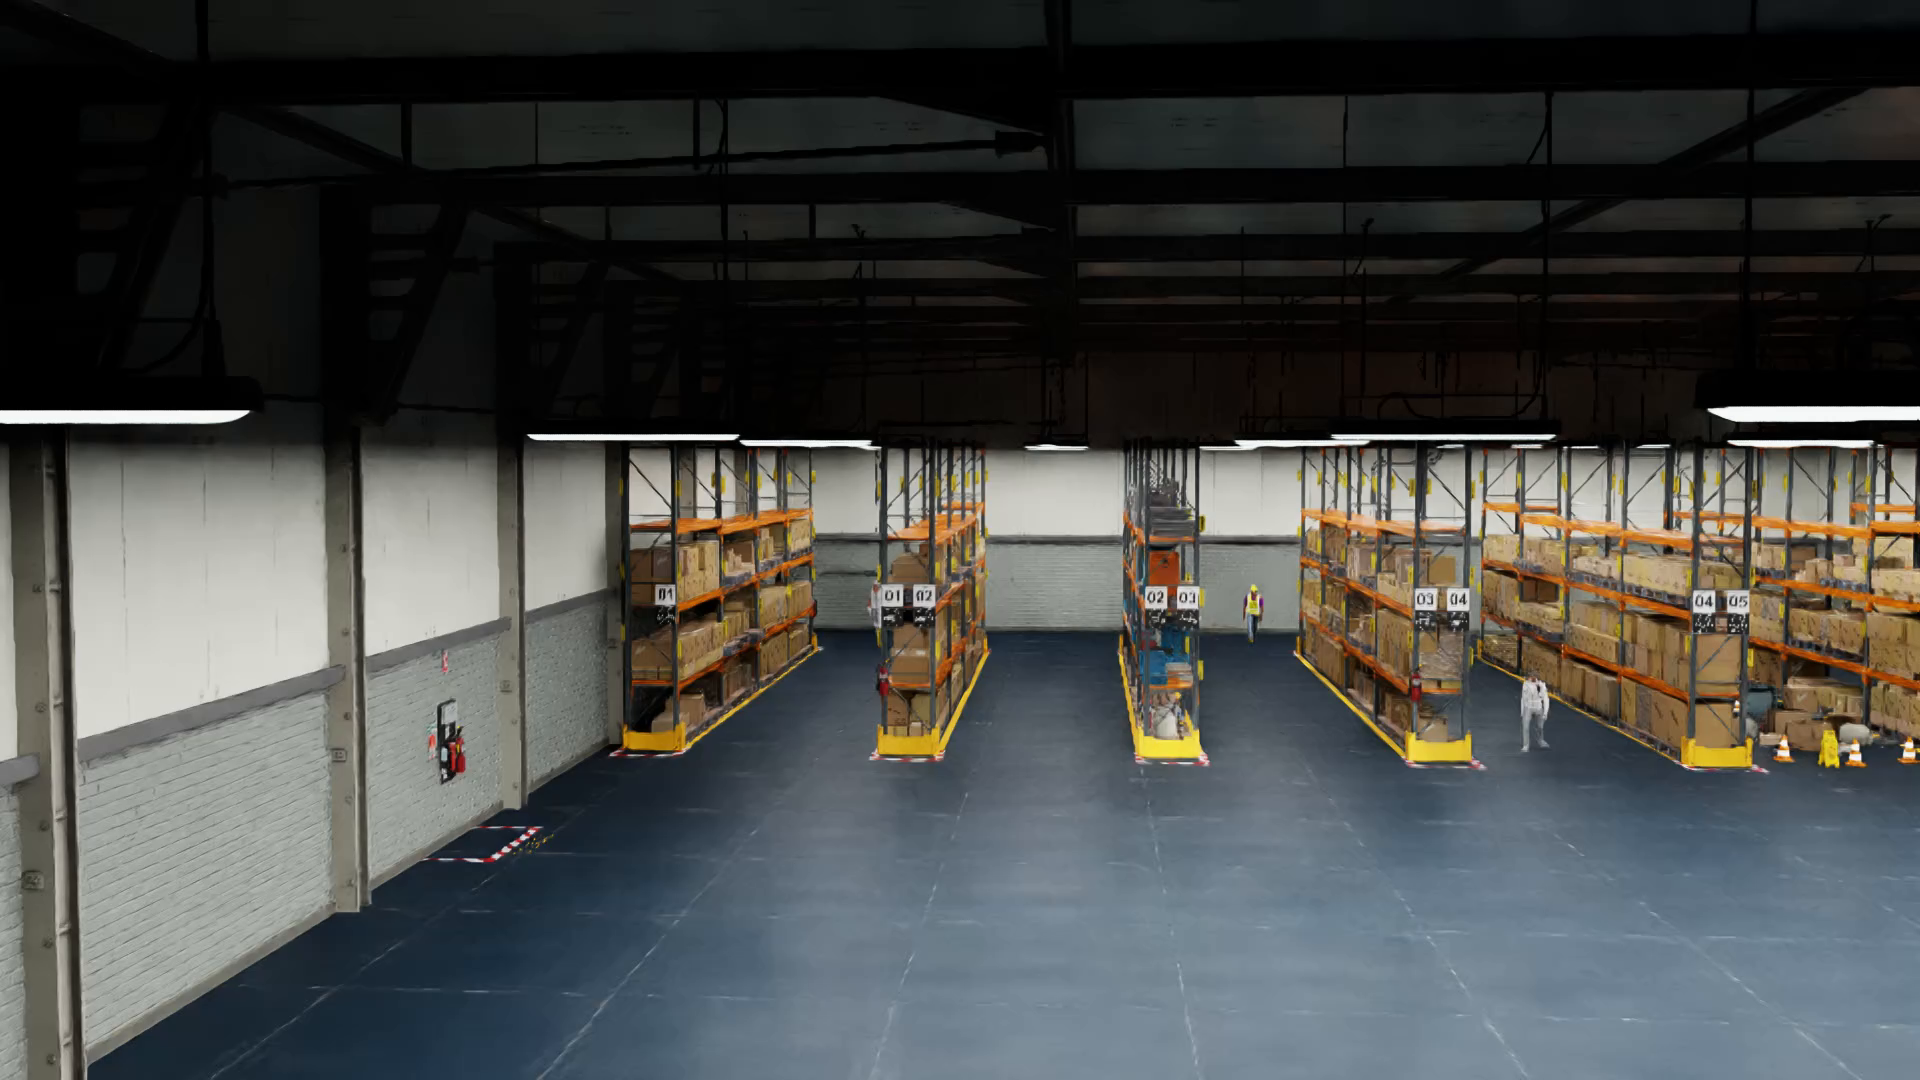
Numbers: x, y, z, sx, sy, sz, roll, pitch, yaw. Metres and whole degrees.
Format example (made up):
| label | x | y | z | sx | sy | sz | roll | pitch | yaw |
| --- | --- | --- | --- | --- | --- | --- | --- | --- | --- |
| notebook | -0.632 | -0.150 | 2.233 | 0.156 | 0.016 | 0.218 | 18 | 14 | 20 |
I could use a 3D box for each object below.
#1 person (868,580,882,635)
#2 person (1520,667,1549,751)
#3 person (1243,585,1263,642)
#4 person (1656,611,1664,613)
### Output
| label | x | y | z | sx | sy | sz | roll | pitch | yaw |
| --- | --- | --- | --- | --- | --- | --- | --- | --- | --- |
| person | -2.598 | 2.090 | 51.710 | 0.553 | 1.709 | 1.123 | 0 | 3 | 6 |
| person | 10.984 | 3.210 | 31.780 | 0.516 | 1.611 | 0.933 | 1 | 3 | 25 |
| person | 8.834 | 2.195 | 50.016 | 0.575 | 1.689 | 1.128 | 0 | 3 | 2 |
| person | 18.378 | 2.565 | 43.653 | 0.574 | 1.638 | 0.639 | 1 | 3 | 10 |
